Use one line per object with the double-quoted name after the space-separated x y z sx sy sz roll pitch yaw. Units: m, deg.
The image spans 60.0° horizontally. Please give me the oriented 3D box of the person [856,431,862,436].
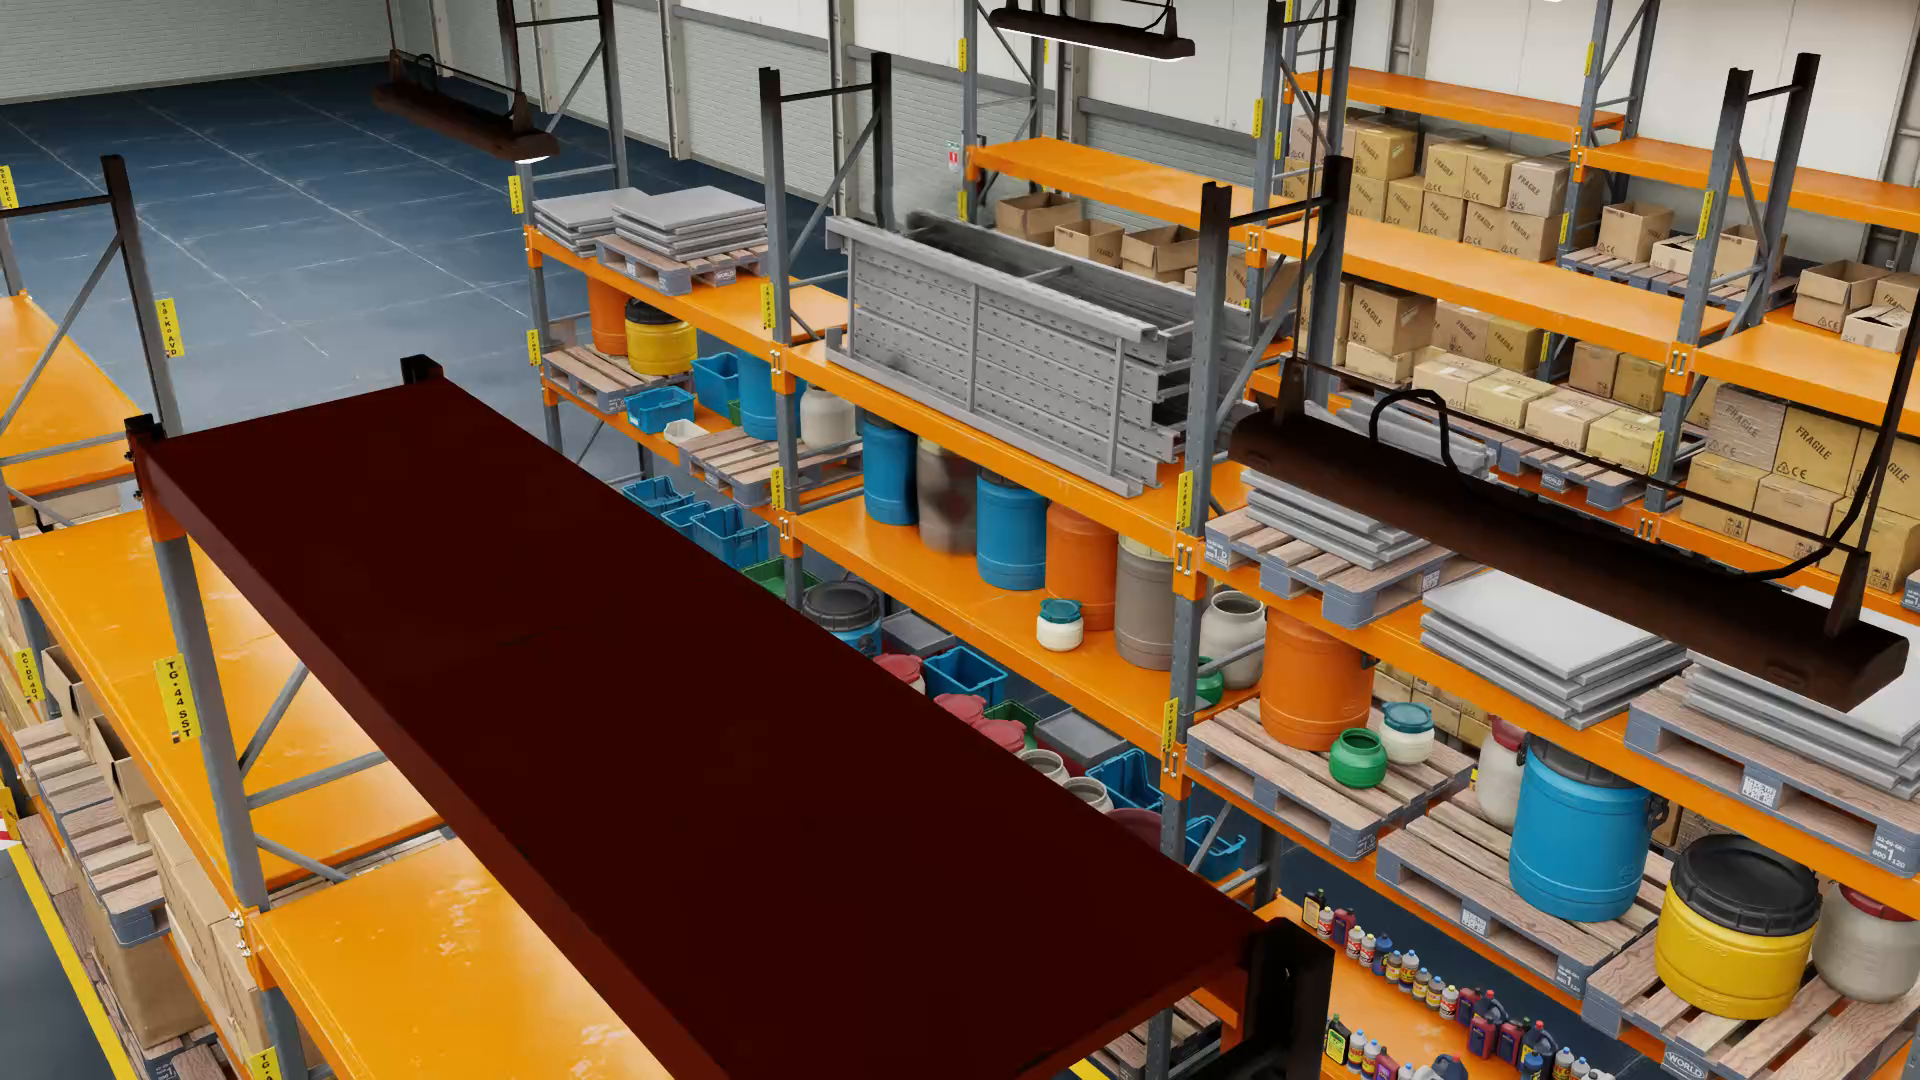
-1.525 -1.753 19.903 0.670 1.751 0.671 -5 26 -10 "person"
